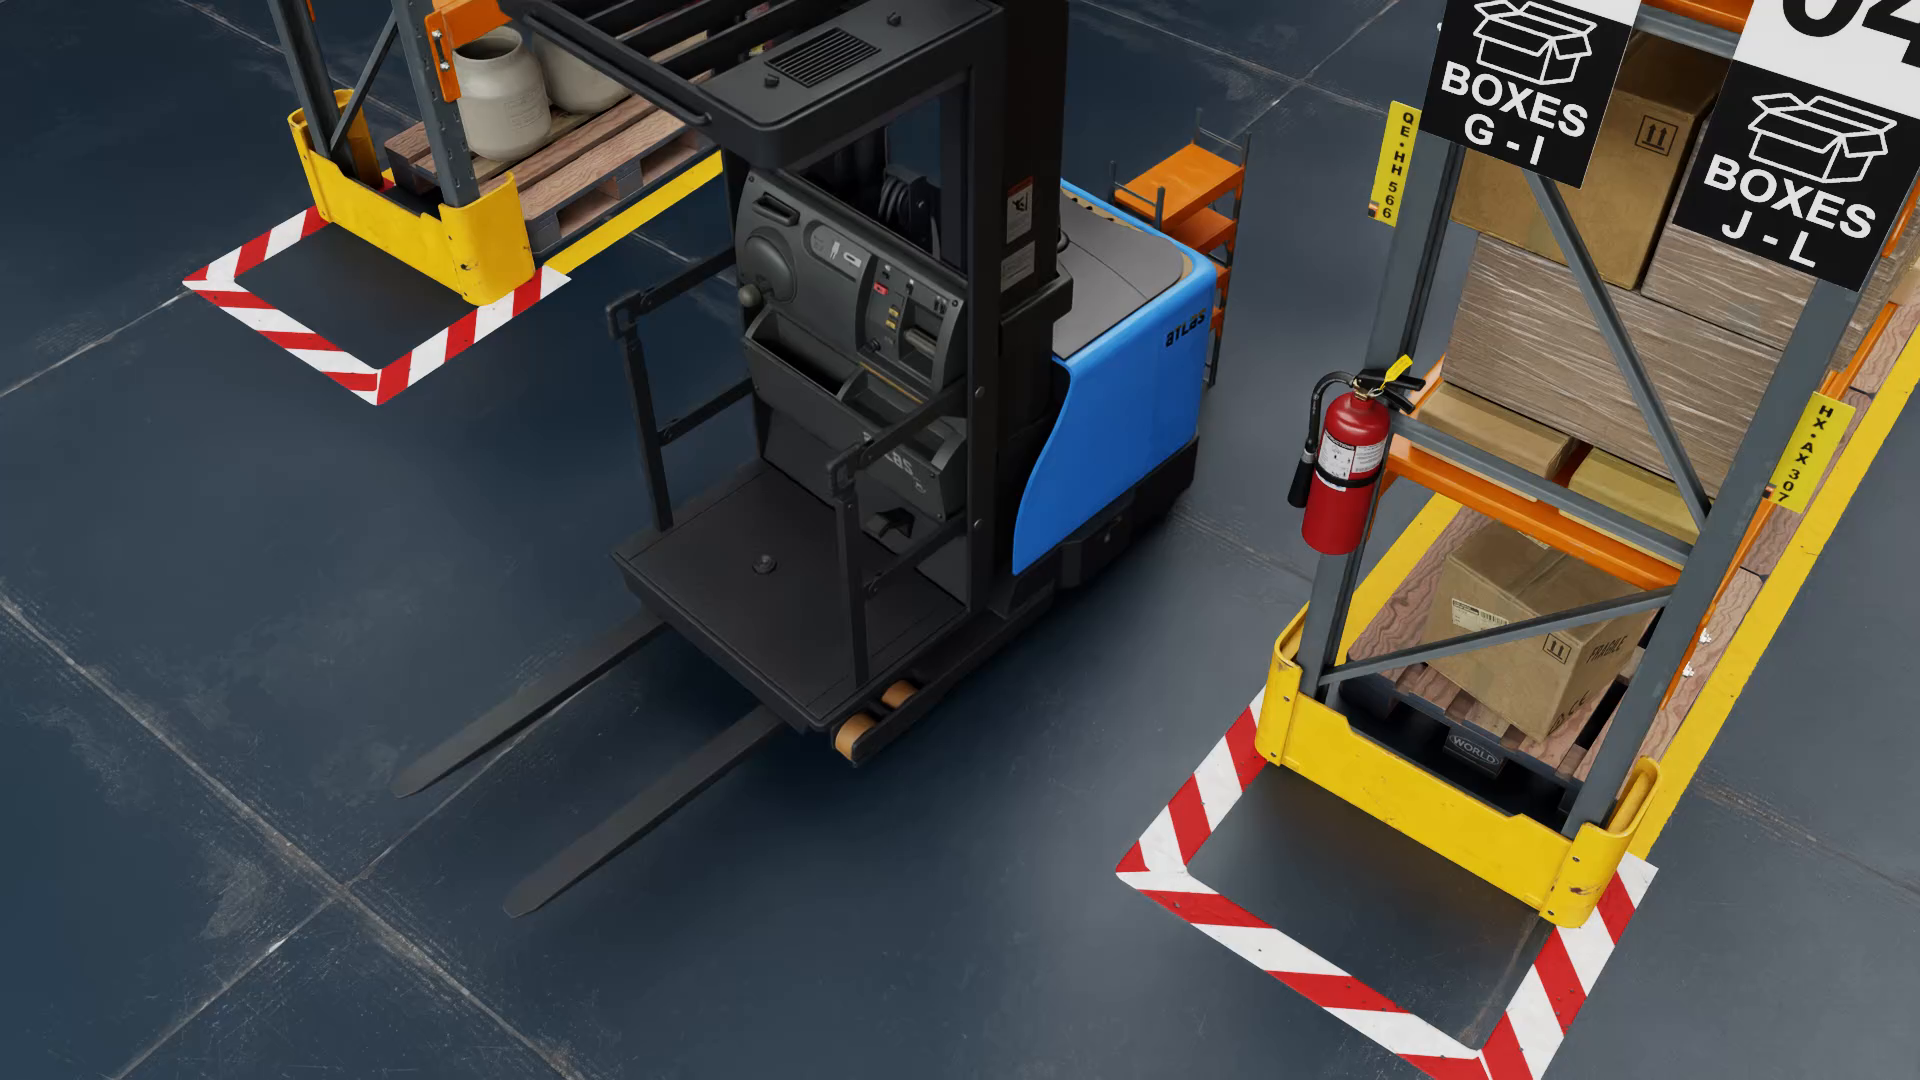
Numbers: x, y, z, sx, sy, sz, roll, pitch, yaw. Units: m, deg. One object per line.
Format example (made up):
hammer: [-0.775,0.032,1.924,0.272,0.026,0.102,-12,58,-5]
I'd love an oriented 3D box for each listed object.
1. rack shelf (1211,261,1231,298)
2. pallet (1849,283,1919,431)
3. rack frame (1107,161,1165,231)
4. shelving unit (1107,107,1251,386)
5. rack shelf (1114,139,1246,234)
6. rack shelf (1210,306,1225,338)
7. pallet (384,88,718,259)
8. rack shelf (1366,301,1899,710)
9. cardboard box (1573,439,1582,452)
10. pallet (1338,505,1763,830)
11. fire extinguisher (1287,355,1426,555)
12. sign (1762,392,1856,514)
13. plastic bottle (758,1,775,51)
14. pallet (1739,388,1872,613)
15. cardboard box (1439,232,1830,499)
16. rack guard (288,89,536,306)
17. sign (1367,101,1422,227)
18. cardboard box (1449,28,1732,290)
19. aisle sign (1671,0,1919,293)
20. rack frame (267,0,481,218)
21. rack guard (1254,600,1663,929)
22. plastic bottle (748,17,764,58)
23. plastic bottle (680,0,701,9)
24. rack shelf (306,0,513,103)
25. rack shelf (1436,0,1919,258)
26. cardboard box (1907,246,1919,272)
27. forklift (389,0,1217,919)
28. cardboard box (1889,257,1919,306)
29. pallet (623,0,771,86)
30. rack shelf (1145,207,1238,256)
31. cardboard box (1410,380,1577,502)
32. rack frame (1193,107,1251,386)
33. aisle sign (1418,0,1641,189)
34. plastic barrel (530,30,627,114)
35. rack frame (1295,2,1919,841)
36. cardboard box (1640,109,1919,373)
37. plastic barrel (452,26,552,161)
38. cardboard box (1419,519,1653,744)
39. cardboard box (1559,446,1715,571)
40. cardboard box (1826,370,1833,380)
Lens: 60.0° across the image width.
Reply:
rack shelf: [0.790,-0.941,6.412,0.258,0.148,0.480,35,56,29]
pallet: [3.548,-1.062,7.118,1.003,0.211,1.213,29,53,25]
rack frame: [0.620,-0.861,6.243,0.240,1.200,0.015,35,56,29]
shelving unit: [0.790,-0.987,6.363,0.258,1.200,0.503,35,56,29]
rack shelf: [0.790,-1.259,6.079,0.258,0.148,0.480,35,56,29]
rack shelf: [0.790,-0.804,6.555,0.258,0.148,0.480,35,56,29]
pallet: [-1.924,-1.889,7.909,1.003,0.211,1.213,29,53,25]
rack shelf: [2.708,-1.032,5.659,1.077,0.370,4.000,29,53,25]
cardboard box: [1.649,-0.446,4.776,0.380,0.149,0.250,29,53,25]
pallet: [2.056,0.335,5.784,1.003,0.211,1.213,29,53,25]
fire extinguisher: [1.050,-0.247,4.465,0.296,0.674,0.183,29,53,25]
sign: [1.915,-0.195,3.763,0.100,0.325,0.005,29,53,25]
plastic bottle: [-0.926,-2.560,8.196,0.061,0.283,0.133,30,53,26]
pallet: [2.803,-0.360,6.448,1.003,0.211,1.213,29,53,25]
cardboard box: [1.843,-0.576,4.451,0.875,0.500,0.500,29,53,25]
rack guard: [-2.425,-1.526,7.362,1.175,0.500,0.348,29,53,25]
sign: [1.058,-0.902,4.018,0.100,0.325,0.005,29,53,25]
cardboard box: [1.626,-1.043,4.205,0.500,0.500,0.500,29,53,25]
aisle sign: [1.685,-0.866,3.205,0.394,0.787,0.004,29,53,25]
rack frame: [-2.434,-2.326,6.397,1.000,3.000,0.127,29,53,25]
rack guard: [1.532,0.684,5.251,1.175,0.500,0.348,29,53,25]
plastic bottle: [-1.016,-2.470,8.166,0.097,0.201,0.097,0,46,0]
plastic bottle: [-1.398,-2.869,8.491,0.061,0.283,0.133,29,53,25]
rack shelf: [-1.211,-3.222,7.750,1.077,0.370,4.000,29,53,25]
rack shelf: [2.708,-2.068,4.574,1.077,0.370,4.000,29,53,25]
cardboard box: [2.348,-1.096,4.256,0.500,0.500,0.500,29,53,25]
forklift: [-0.492,-0.698,4.890,1.130,2.935,3.031,35,56,29]
cardboard box: [2.842,-0.922,5.230,0.380,0.149,0.250,29,53,25]
pallet: [-1.178,-2.584,8.573,1.003,0.211,1.213,29,53,25]
rack shelf: [0.790,-1.095,6.250,0.258,0.148,0.480,35,56,29]
cardboard box: [1.496,-0.303,4.639,0.380,0.149,0.250,29,53,25]
rack frame: [0.961,-1.113,6.484,0.240,1.200,0.015,35,56,29]
aisle sign: [1.210,-1.131,3.458,0.394,0.787,0.004,29,53,25]
plastic barrel: [-1.786,-2.308,7.811,0.421,0.512,0.421,0,46,0]
rack frame: [1.485,-0.136,4.305,1.000,3.000,0.127,29,53,25]
cardboard box: [2.037,-0.813,3.986,0.500,0.500,0.500,29,53,25]
plastic barrel: [-2.092,-2.022,7.537,0.421,0.512,0.421,0,46,0]
cardboard box: [1.880,0.233,5.392,0.500,0.500,0.500,-33,54,-27]
cardboard box: [1.848,-0.107,4.451,0.380,0.149,0.250,29,53,25]
cardboard box: [2.476,-0.670,4.989,0.380,0.149,0.250,29,53,25]
